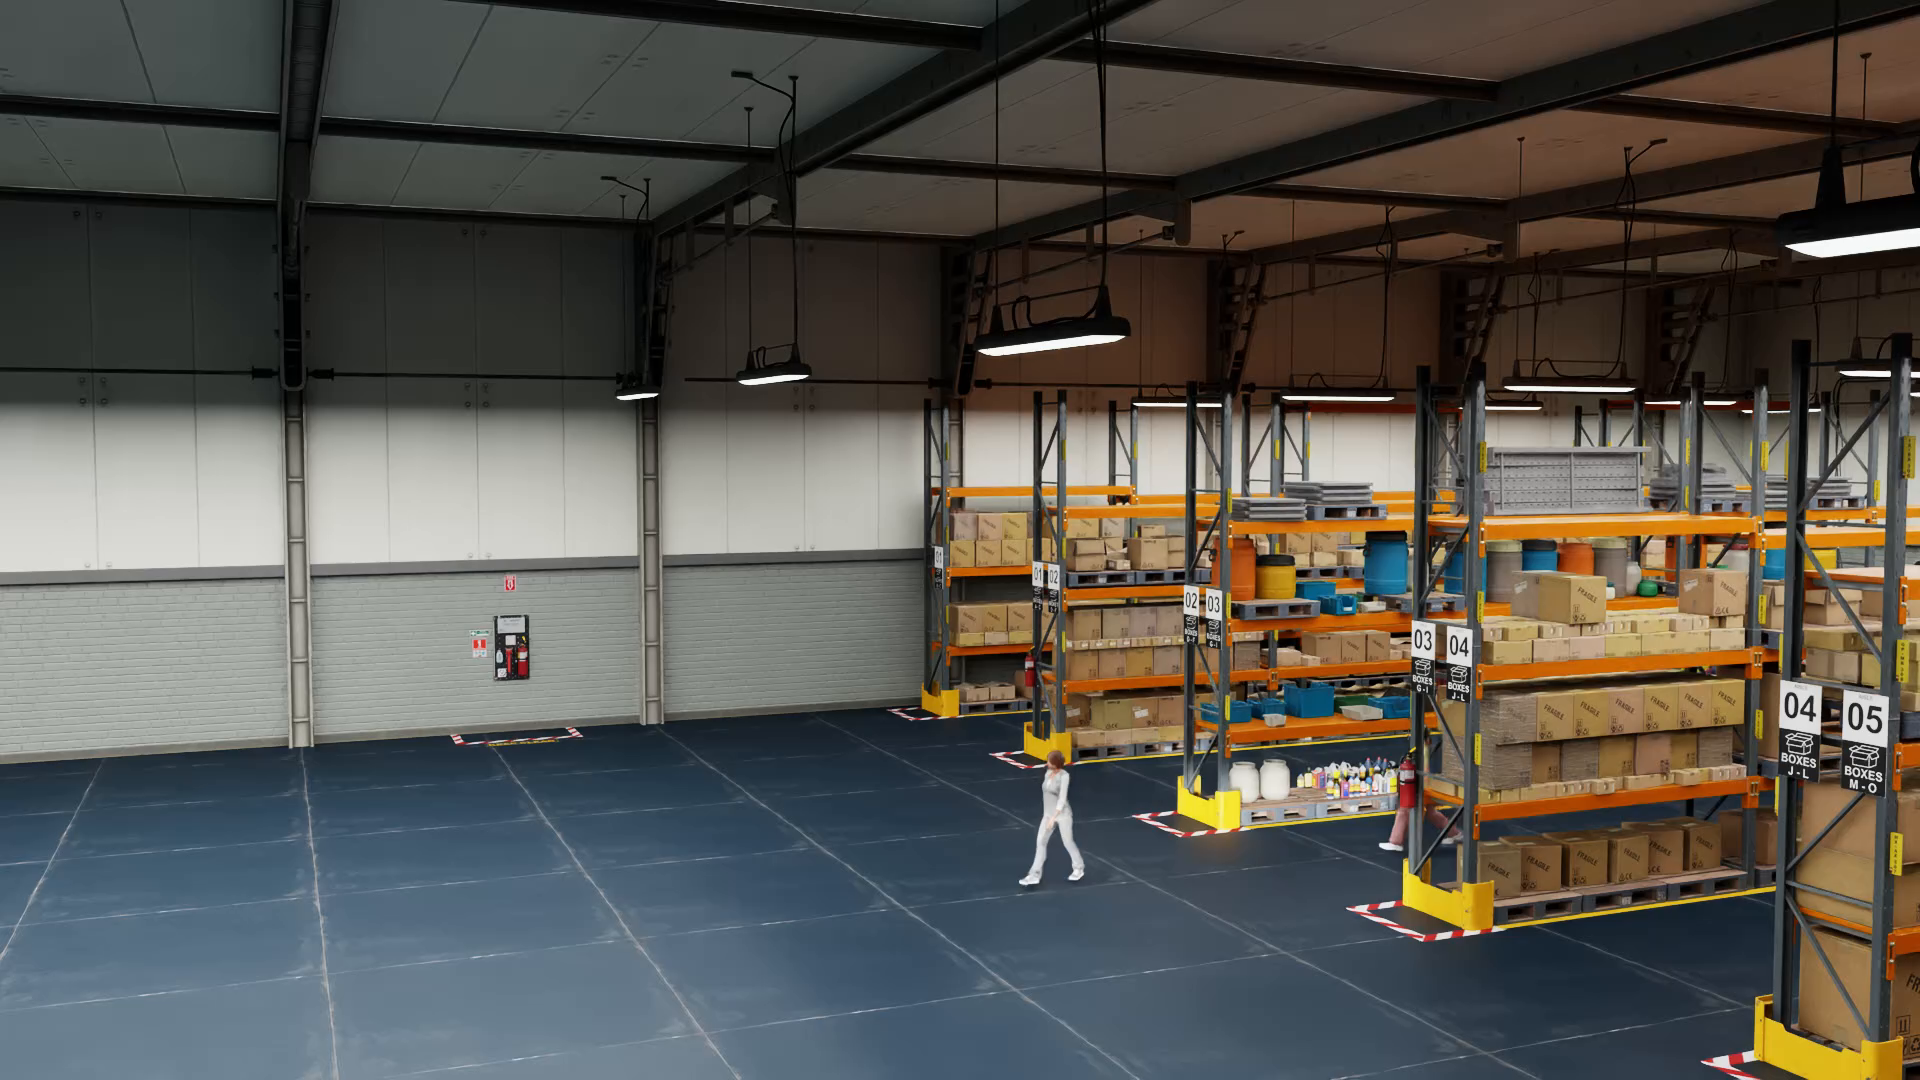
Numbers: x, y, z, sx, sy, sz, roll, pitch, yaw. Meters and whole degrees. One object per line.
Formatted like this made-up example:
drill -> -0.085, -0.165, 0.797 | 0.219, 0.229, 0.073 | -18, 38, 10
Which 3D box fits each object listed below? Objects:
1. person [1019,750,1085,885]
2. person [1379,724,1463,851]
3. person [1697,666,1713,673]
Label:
person -> 1.090, 3.223, 19.379 | 0.907, 1.550, 0.433 | -3, 4, -39
person -> 5.822, 3.106, 20.950 | 1.067, 1.615, 0.499 | 0, 3, 6
person -> 13.261, 2.539, 29.963 | 1.093, 1.714, 0.657 | -2, 4, -26
